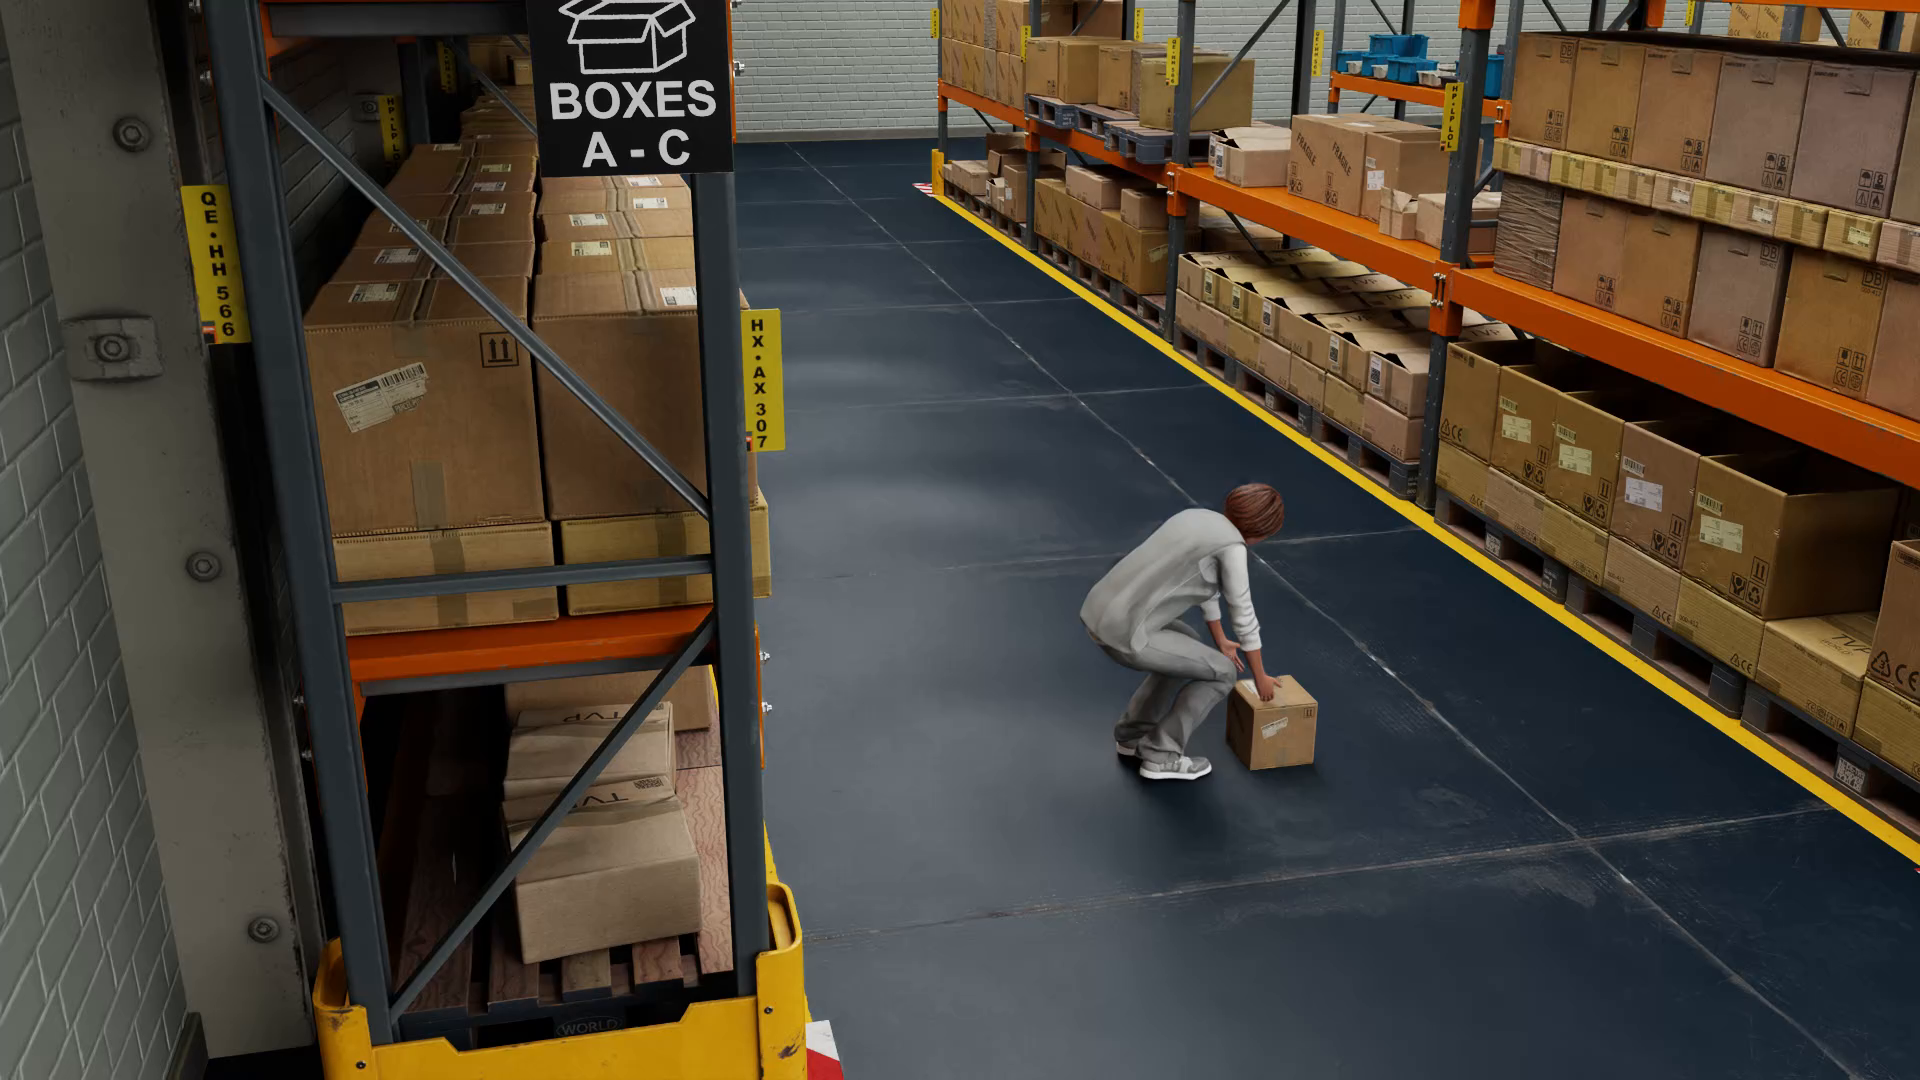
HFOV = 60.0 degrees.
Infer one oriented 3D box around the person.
[{"bbox_3d":[0.795,0.327,6.014,0.761,1.035,0.456,-5,20,-13],"label":"person"}]
